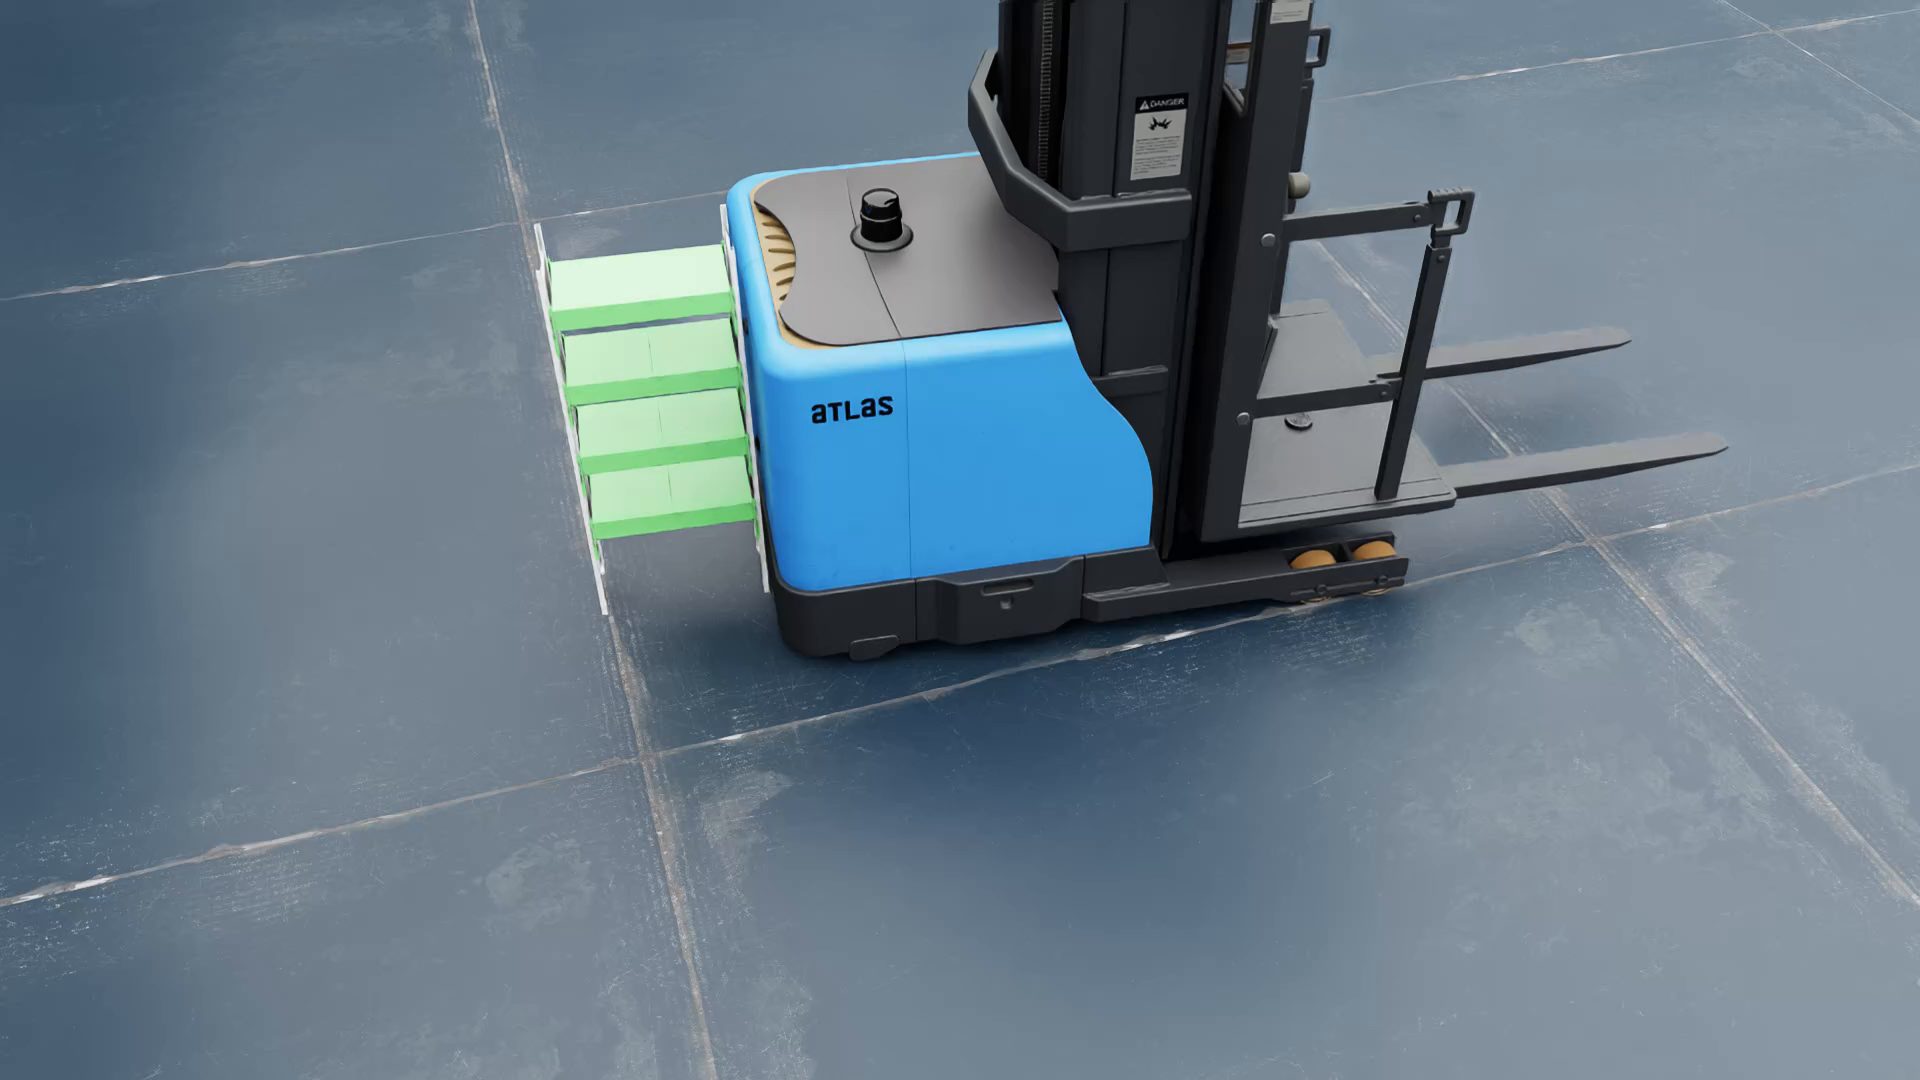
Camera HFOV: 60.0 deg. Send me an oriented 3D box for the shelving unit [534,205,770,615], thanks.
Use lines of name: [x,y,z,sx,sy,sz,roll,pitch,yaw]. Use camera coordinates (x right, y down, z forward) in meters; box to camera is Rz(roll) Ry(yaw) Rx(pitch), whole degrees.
shelving unit: [-0.851,-0.336,4.723,0.503,1.200,0.258,-8,42,-9]

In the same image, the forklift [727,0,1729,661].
forklift: [0.881,-1.244,4.446,3.031,2.935,1.130,-8,42,-9]

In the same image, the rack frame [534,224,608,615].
rack frame: [-1.089,-0.304,4.686,0.015,1.200,0.240,-8,42,-9]

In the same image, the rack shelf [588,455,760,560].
rack shelf: [-0.851,-0.107,4.923,0.480,0.148,0.258,-8,42,-9]

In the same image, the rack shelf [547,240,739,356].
rack shelf: [-0.851,-0.650,4.449,0.480,0.148,0.258,-8,42,-9]

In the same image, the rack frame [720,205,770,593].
rack frame: [-0.612,-0.369,4.760,0.015,1.200,0.240,-8,42,-9]

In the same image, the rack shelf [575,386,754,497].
rack shelf: [-0.851,-0.288,4.765,0.480,0.148,0.258,-8,42,-9]

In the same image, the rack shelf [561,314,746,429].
rack shelf: [-0.851,-0.469,4.607,0.480,0.148,0.258,-8,42,-9]
